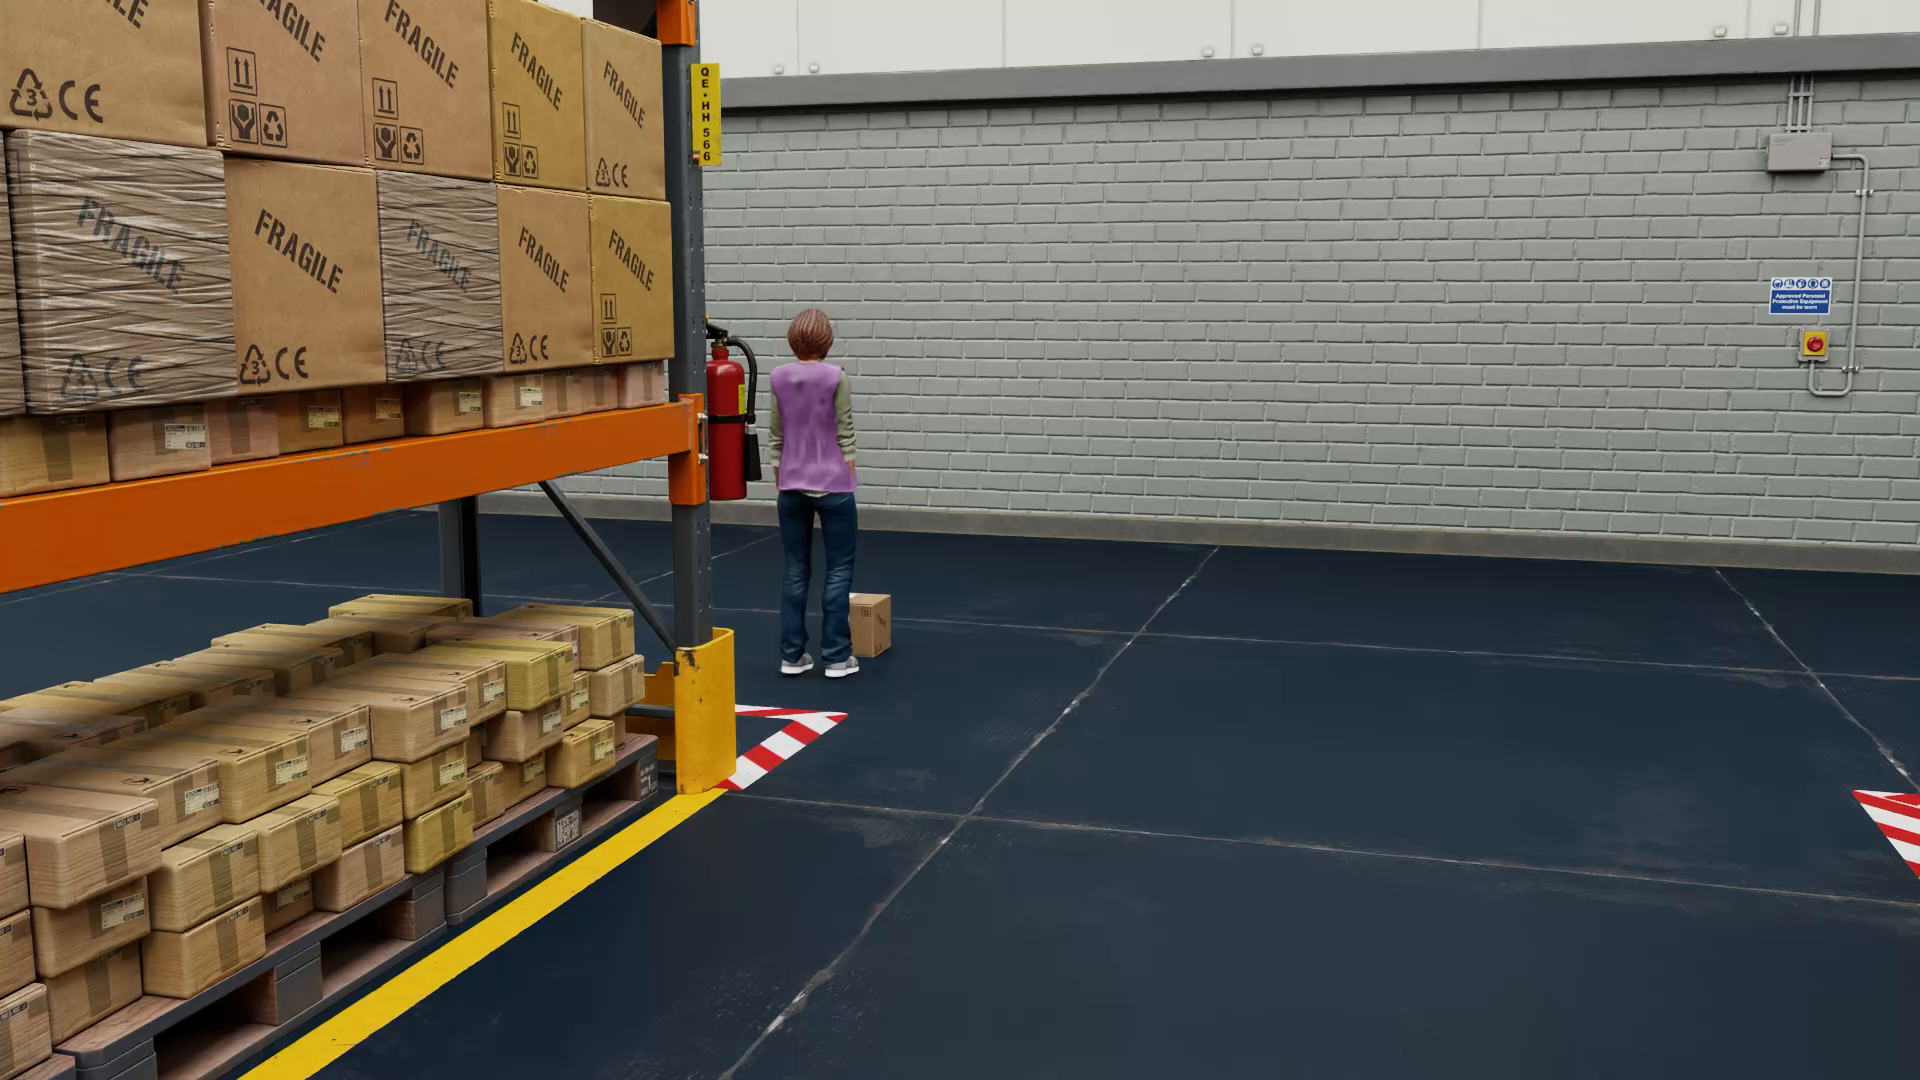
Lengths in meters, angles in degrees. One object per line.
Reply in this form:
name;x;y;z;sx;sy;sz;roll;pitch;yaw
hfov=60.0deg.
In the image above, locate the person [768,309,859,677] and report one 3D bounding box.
person;-0.639;-0.198;7.223;0.407;1.596;0.300;3;9;17
